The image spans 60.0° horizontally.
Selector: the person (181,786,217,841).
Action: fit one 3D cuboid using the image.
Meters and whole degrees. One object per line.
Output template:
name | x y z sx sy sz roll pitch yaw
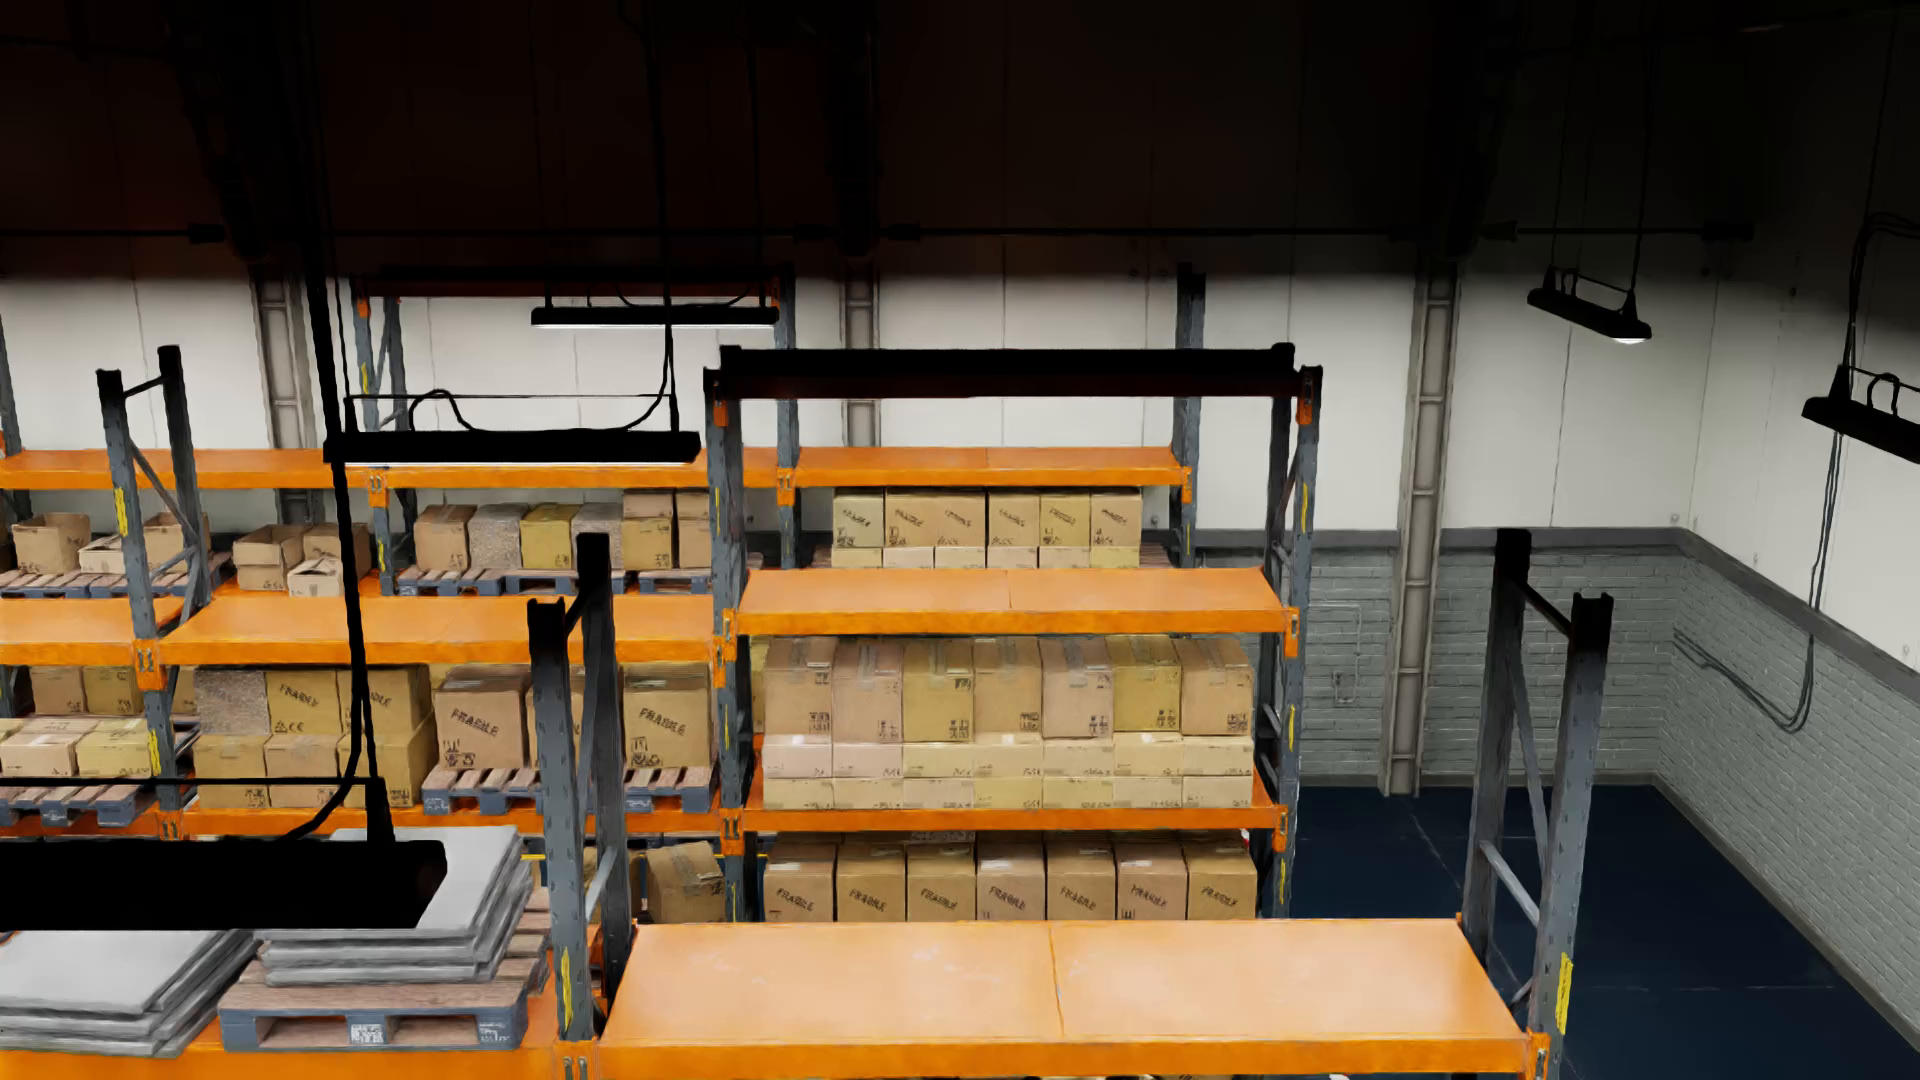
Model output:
person | -7.202 2.889 15.520 1.116 1.705 0.555 -1 16 -3
